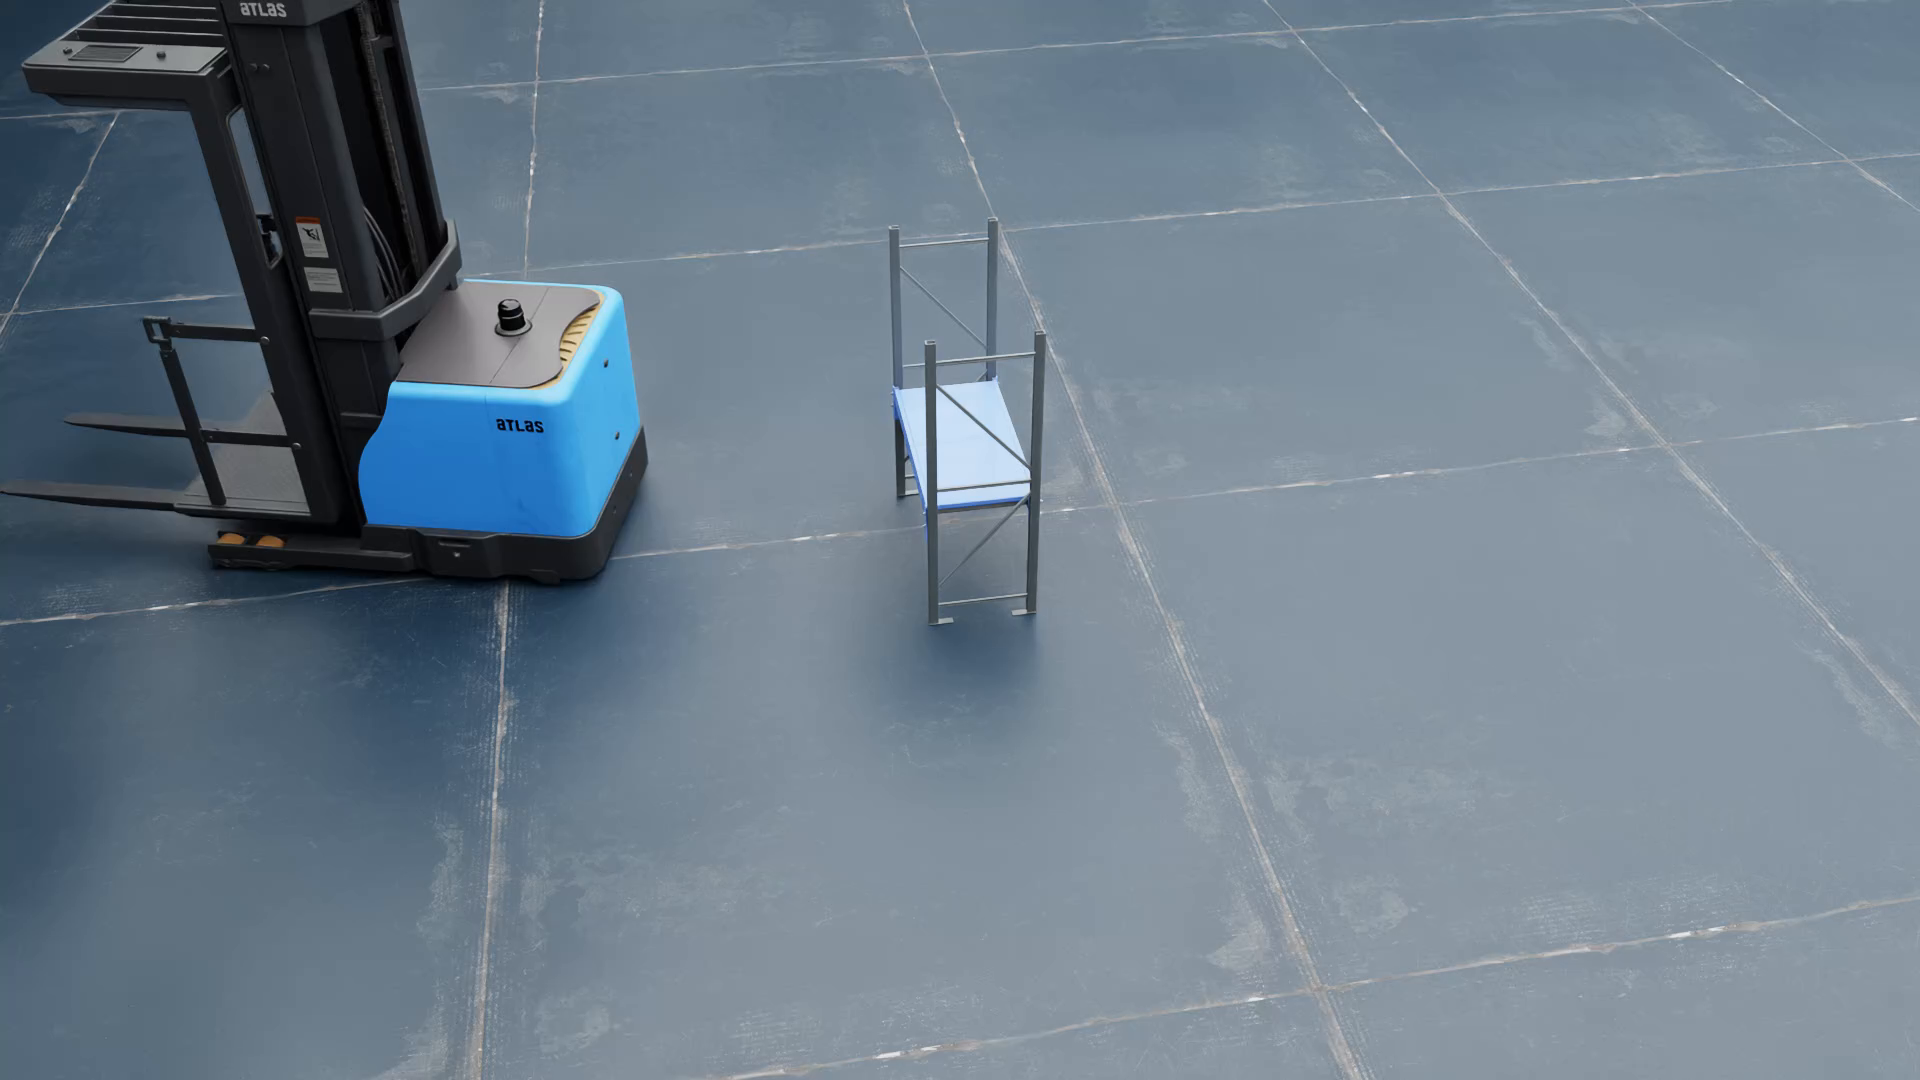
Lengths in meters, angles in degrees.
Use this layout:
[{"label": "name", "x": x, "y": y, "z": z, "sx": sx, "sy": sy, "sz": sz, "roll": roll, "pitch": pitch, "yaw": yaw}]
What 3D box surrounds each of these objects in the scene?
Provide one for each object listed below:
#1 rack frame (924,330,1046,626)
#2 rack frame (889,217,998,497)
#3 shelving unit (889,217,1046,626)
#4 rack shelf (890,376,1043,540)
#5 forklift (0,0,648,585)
[{"label": "rack frame", "x": 0.104, "y": -0.234, "z": 7.228, "sx": 0.500, "sy": 1.500, "sz": 0.032, "roll": -6, "pitch": 38, "yaw": -8}, {"label": "rack frame", "x": -0.074, "y": -0.848, "z": 8.019, "sx": 0.500, "sy": 1.500, "sz": 0.032, "roll": -6, "pitch": 38, "yaw": -8}, {"label": "shelving unit", "x": 0.015, "y": -0.541, "z": 7.623, "sx": 0.538, "sy": 1.500, "sz": 1.048, "roll": -6, "pitch": 38, "yaw": -8}, {"label": "rack shelf", "x": 0.015, "y": -0.399, "z": 7.734, "sx": 0.538, "sy": 0.185, "sz": 1.000, "roll": -6, "pitch": 38, "yaw": -8}, {"label": "forklift", "x": -3.151, "y": -1.329, "z": 7.471, "sx": 3.031, "sy": 2.935, "sz": 1.130, "roll": 4, "pitch": 38, "yaw": 5}]
